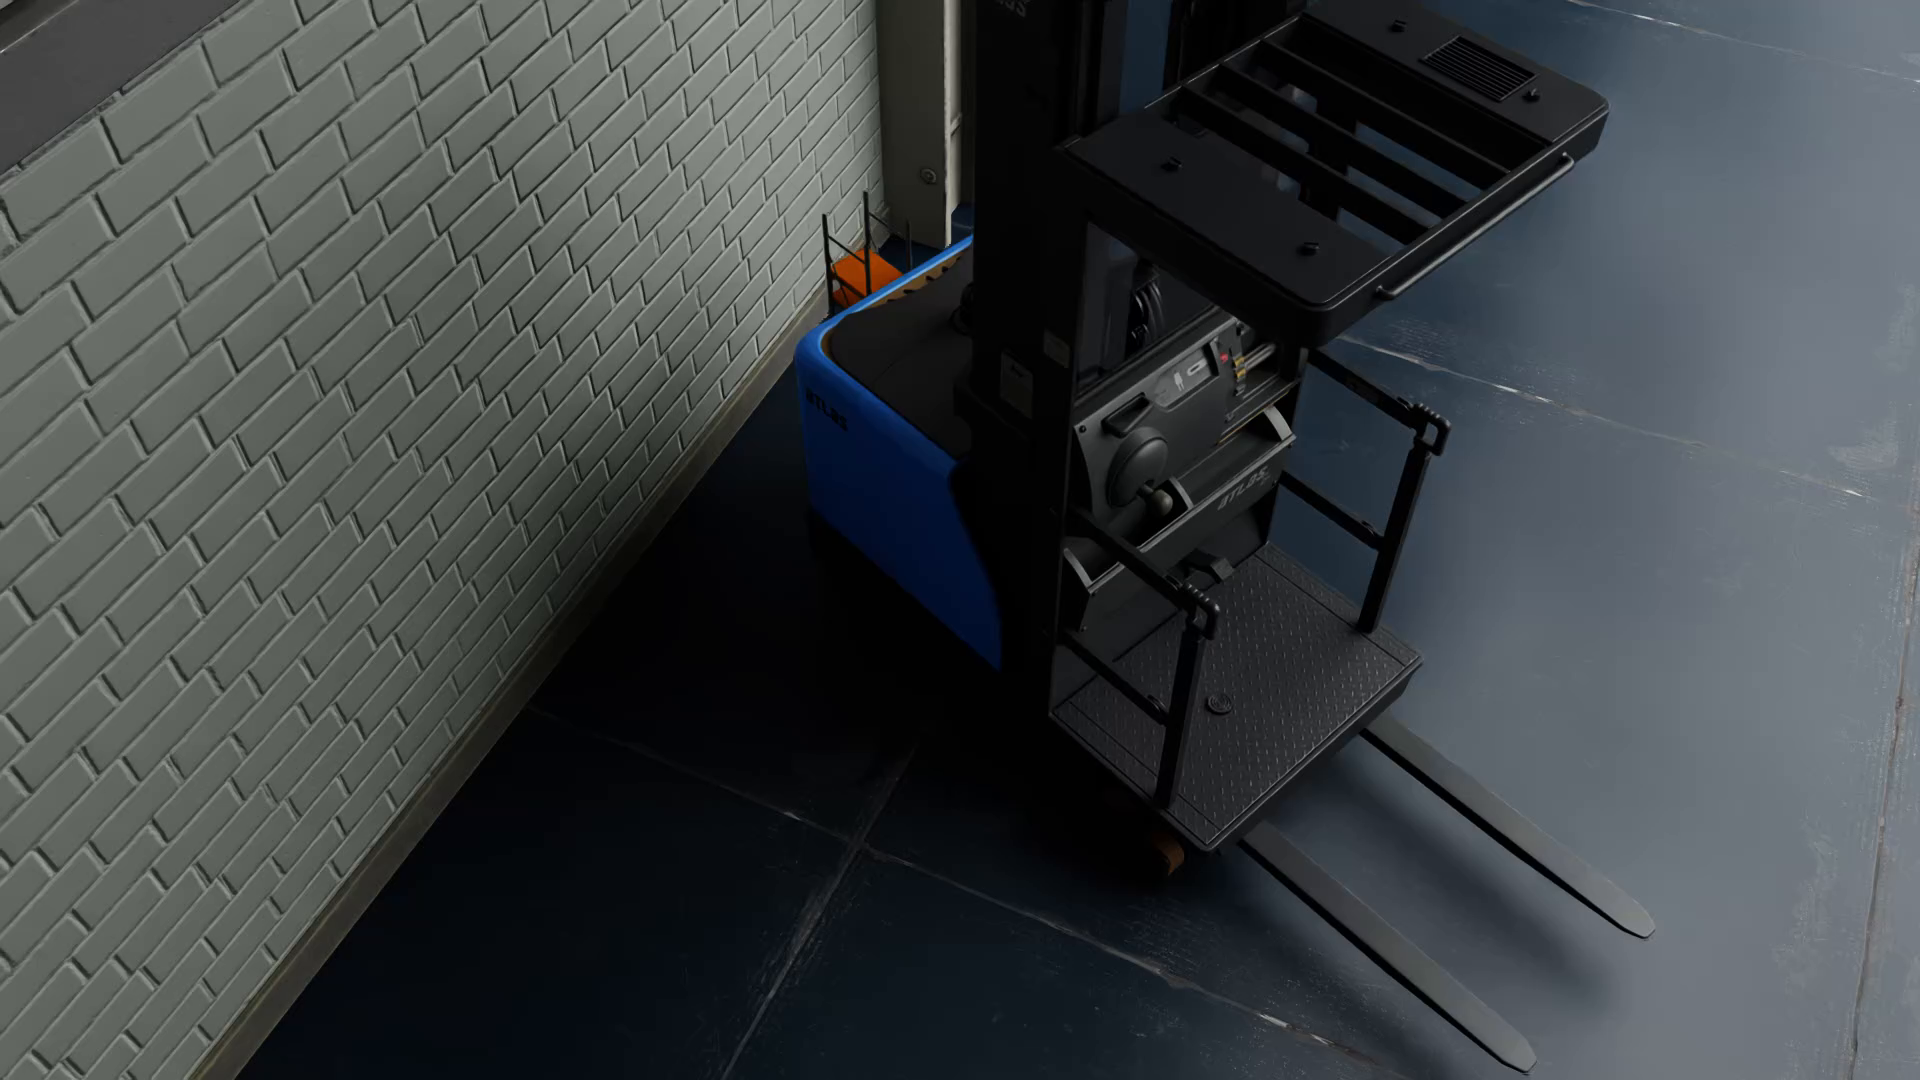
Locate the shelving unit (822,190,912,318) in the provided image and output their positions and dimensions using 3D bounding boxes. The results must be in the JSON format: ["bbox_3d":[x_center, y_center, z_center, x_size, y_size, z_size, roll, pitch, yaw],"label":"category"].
[{"bbox_3d":[-0.316,-0.693,6.052,0.189,1.200,0.258,-35,58,-26],"label":"shelving unit"}]

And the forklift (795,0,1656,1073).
[{"bbox_3d":[0.813,-0.324,4.601,1.130,2.935,3.031,-35,58,-26],"label":"forklift"}]

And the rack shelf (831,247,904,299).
[{"bbox_3d":[-0.316,-0.898,5.812,0.180,0.103,0.258,-35,58,-26],"label":"rack shelf"}]

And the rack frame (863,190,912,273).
[{"bbox_3d":[-0.248,-0.740,6.092,0.006,1.200,0.240,-35,58,-26],"label":"rack frame"}]

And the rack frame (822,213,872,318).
[{"bbox_3d":[-0.383,-0.646,6.012,0.006,1.200,0.240,-35,58,-26],"label":"rack frame"}]

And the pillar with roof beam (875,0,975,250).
[{"bbox_3d":[3.776,-2.978,2.875,9.100,9.000,0.400,20,52,16],"label":"pillar with roof beam"}]

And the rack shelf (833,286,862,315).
[{"bbox_3d":[-0.316,-0.820,5.903,0.180,0.103,0.258,-35,58,-26],"label":"rack shelf"}]
